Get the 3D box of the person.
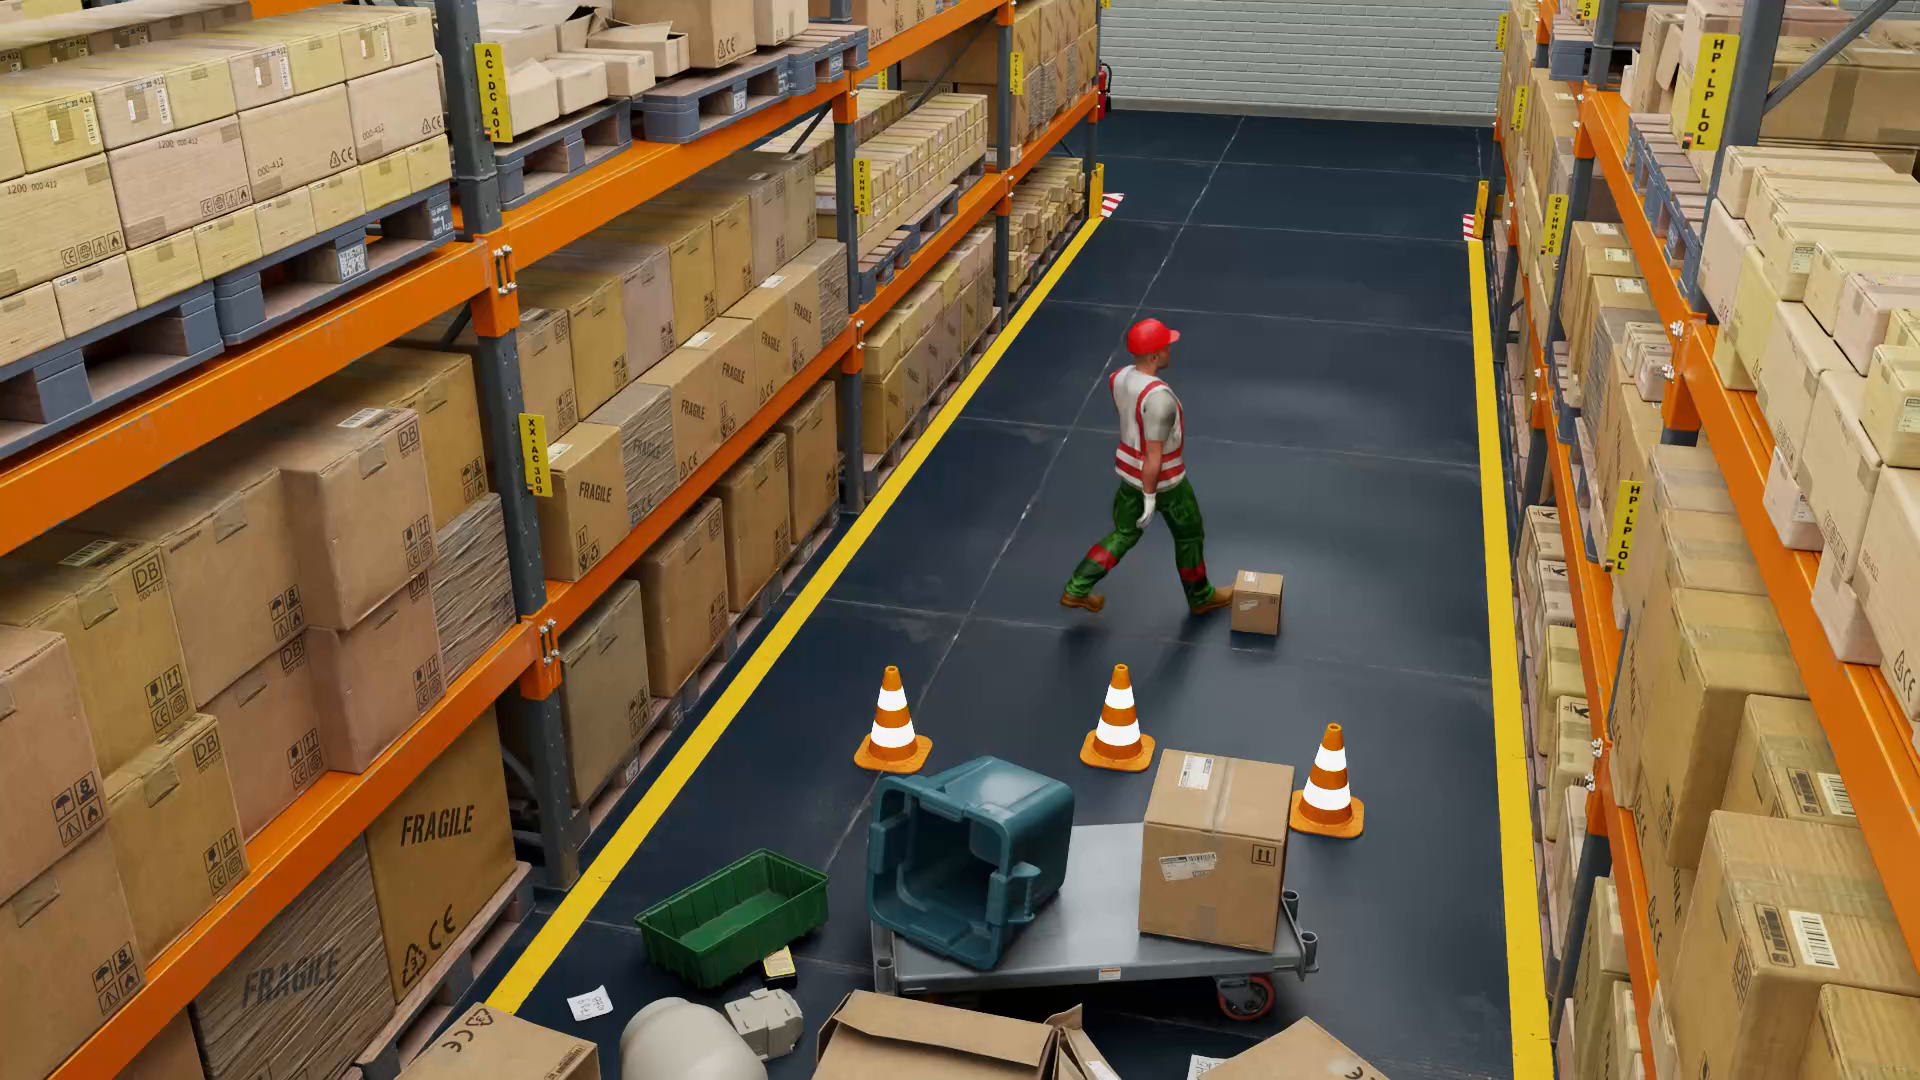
[{"bbox_3d":[1.059,-0.364,8.900,1.012,1.746,0.536,-14,28,-27],"label":"person"}]
